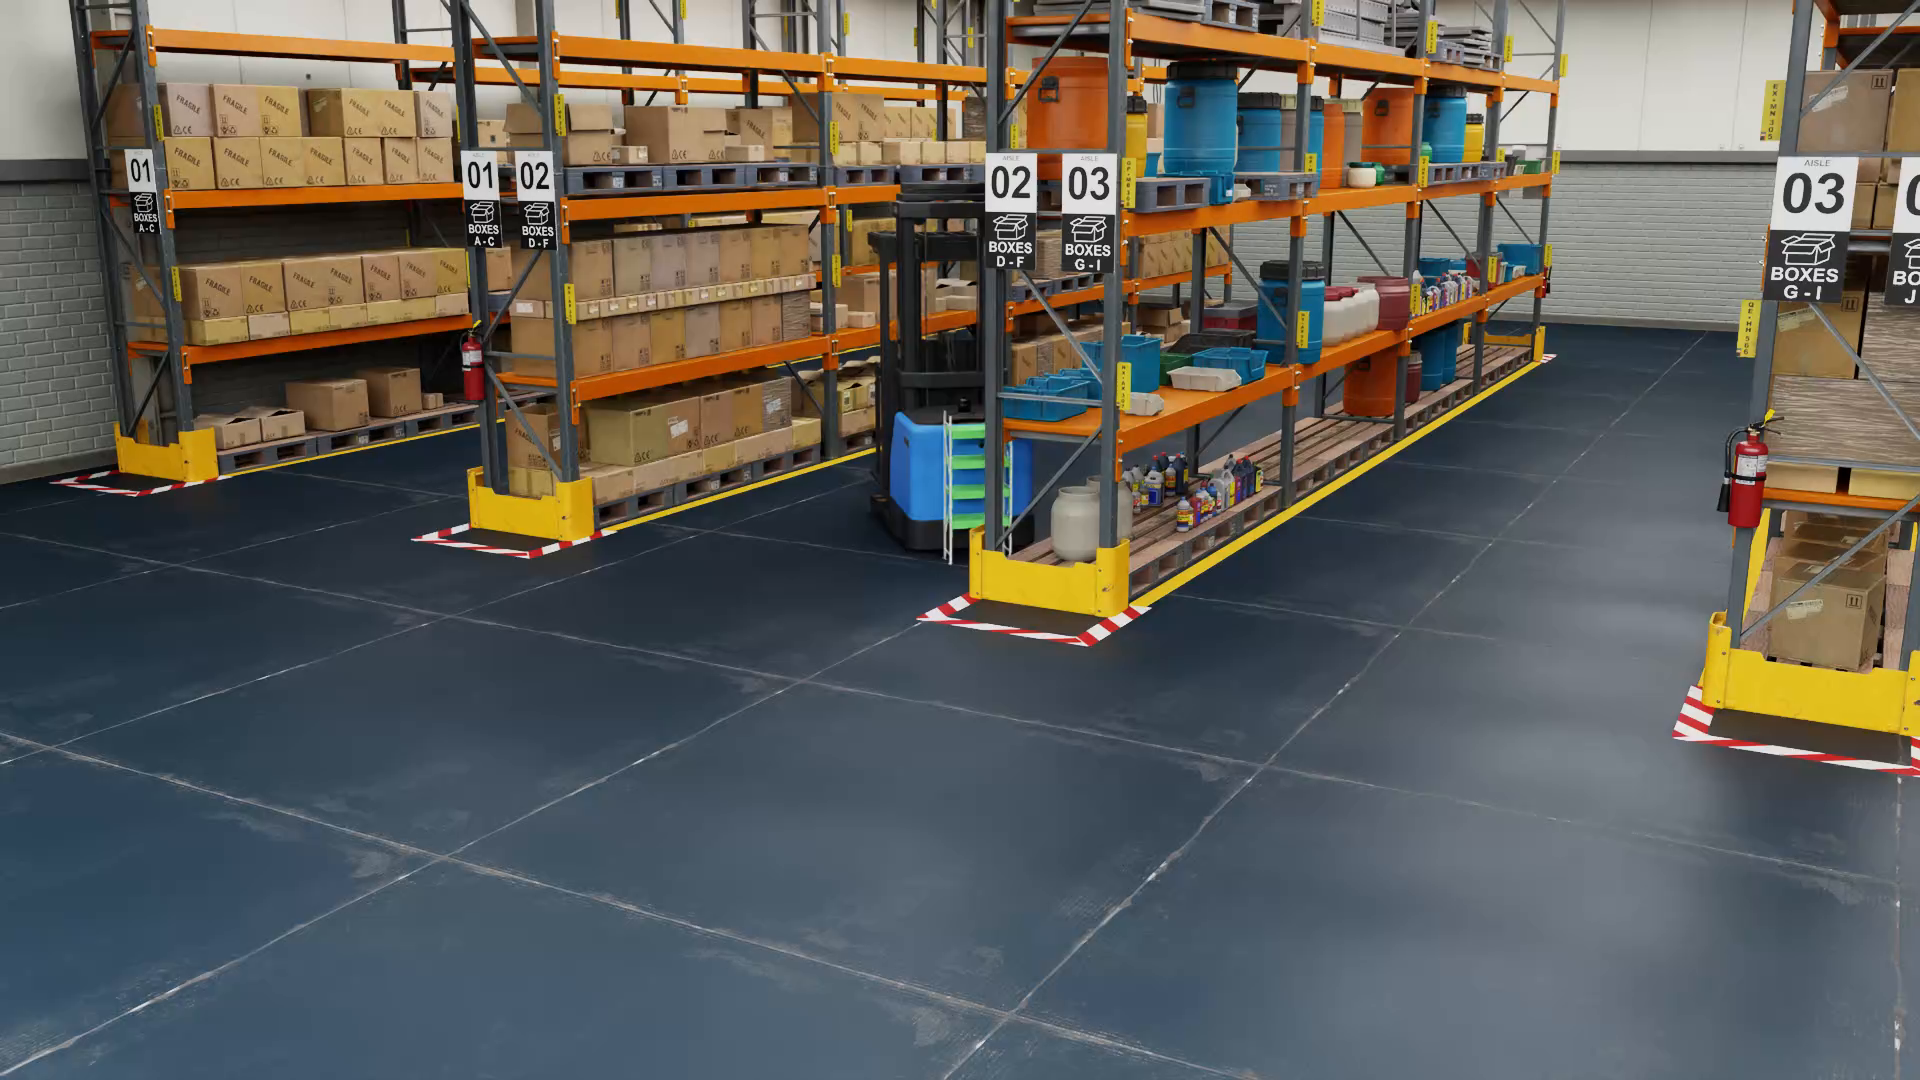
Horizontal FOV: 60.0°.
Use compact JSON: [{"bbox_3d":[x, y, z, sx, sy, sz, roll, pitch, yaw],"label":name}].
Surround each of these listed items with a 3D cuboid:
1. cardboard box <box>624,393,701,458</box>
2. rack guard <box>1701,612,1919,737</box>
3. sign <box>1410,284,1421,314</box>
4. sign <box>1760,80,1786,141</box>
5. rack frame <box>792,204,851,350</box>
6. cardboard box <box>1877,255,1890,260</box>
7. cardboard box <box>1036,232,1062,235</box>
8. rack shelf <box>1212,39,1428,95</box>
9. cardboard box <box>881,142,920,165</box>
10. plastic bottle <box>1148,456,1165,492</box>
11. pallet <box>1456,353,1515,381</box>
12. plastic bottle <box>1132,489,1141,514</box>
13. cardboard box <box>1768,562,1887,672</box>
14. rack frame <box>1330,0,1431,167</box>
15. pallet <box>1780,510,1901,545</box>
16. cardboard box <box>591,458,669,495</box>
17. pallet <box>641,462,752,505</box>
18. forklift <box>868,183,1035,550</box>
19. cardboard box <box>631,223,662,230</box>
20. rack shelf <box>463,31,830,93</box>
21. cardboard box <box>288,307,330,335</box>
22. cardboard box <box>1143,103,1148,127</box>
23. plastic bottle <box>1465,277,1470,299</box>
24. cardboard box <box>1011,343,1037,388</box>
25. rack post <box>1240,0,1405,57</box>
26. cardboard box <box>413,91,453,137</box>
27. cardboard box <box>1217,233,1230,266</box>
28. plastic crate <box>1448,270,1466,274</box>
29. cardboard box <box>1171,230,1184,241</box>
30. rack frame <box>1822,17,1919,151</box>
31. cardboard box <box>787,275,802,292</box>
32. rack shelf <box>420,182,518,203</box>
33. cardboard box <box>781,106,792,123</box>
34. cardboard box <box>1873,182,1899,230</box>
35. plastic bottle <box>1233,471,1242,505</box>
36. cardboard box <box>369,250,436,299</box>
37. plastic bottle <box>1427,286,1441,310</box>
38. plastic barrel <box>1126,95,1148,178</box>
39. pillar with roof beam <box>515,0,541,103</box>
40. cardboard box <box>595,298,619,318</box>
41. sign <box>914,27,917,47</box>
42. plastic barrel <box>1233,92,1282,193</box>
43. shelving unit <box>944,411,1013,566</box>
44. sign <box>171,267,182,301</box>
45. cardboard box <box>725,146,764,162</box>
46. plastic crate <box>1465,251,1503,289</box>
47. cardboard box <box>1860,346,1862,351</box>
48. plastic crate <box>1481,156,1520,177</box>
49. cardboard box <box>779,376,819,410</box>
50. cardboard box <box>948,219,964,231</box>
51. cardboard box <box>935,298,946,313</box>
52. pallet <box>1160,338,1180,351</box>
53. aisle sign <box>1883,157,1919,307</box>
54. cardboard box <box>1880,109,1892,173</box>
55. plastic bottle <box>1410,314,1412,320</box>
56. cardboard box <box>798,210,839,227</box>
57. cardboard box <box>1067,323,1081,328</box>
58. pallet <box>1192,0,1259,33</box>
[{"bbox_3d":[-2.764,-1.071,15.447,0.500,0.500,0.500,7,15,28],"label":"cardboard box"},{"bbox_3d":[5.018,0.775,9.751,1.175,0.500,0.348,7,15,28],"label":"rack guard"},{"bbox_3d":[4.998,-2.645,18.257,0.100,0.325,0.005,7,15,28],"label":"sign"},{"bbox_3d":[4.505,-2.380,9.216,0.100,0.325,0.005,7,15,28],"label":"sign"},{"bbox_3d":[-2.226,-4.570,26.589,1.000,3.000,0.127,7,15,28],"label":"rack frame"},{"bbox_3d":[6.938,-1.801,12.121,0.500,0.500,0.500,7,15,28],"label":"cardboard box"},{"bbox_3d":[1.410,-4.042,23.290,0.700,0.500,0.500,10,17,37],"label":"cardboard box"},{"bbox_3d":[3.546,-4.589,16.255,1.077,0.370,4.000,7,15,28],"label":"rack shelf"},{"bbox_3d":[-0.777,-4.343,18.671,0.500,0.250,0.500,6,15,23],"label":"cardboard box"},{"bbox_3d":[1.734,-0.575,14.731,0.144,0.351,0.185,7,15,26],"label":"plastic bottle"},{"bbox_3d":[7.357,-2.498,23.946,1.003,0.211,1.213,7,15,28],"label":"pallet"},{"bbox_3d":[1.481,-0.332,14.043,0.097,0.201,0.097,0,14,0],"label":"plastic bottle"},{"bbox_3d":[5.298,0.461,10.160,0.500,0.500,0.500,11,17,38],"label":"cardboard box"},{"bbox_3d":[4.513,-5.543,17.826,1.000,3.000,0.127,7,15,28],"label":"rack frame"},{"bbox_3d":[7.290,-0.049,13.787,1.003,0.211,1.213,7,15,28],"label":"pallet"},{"bbox_3d":[-2.996,-0.603,15.104,0.500,0.250,0.500,7,15,28],"label":"cardboard box"},{"bbox_3d":[-2.765,-0.603,16.083,1.003,0.211,1.213,7,15,28],"label":"pallet"},{"bbox_3d":[-0.195,-1.641,14.588,1.130,2.935,3.031,-3,14,-12],"label":"forklift"},{"bbox_3d":[-4.300,-4.253,22.738,0.380,0.149,0.250,5,15,21],"label":"cardboard box"},{"bbox_3d":[-2.722,-4.330,15.182,1.077,0.370,4.000,7,15,28],"label":"rack shelf"},{"bbox_3d":[-7.023,-2.321,17.537,0.500,0.250,0.500,7,15,27],"label":"cardboard box"},{"bbox_3d":[2.314,-6.106,24.215,0.700,0.500,0.500,7,15,28],"label":"cardboard box"},{"bbox_3d":[6.467,-3.221,21.241,0.061,0.283,0.133,7,15,28],"label":"plastic bottle"},{"bbox_3d":[0.649,-2.248,21.354,0.500,0.500,0.500,8,16,30],"label":"cardboard box"},{"bbox_3d":[3.456,-5.233,16.115,1.013,1.000,3.121,7,15,28],"label":"rack post"},{"bbox_3d":[-6.098,-4.798,18.744,0.500,0.500,0.500,6,15,23],"label":"cardboard box"},{"bbox_3d":[4.068,-4.756,27.147,0.500,0.500,0.500,8,16,30],"label":"cardboard box"},{"bbox_3d":[7.025,-3.740,23.580,0.293,0.136,0.466,7,15,28],"label":"plastic crate"},{"bbox_3d":[3.084,-4.820,25.280,0.500,0.500,0.500,7,15,26],"label":"cardboard box"},{"bbox_3d":[6.915,-4.161,12.094,1.000,3.000,0.127,7,15,28],"label":"rack frame"},{"bbox_3d":[-1.820,-2.601,16.827,0.380,0.149,0.250,7,15,27],"label":"cardboard box"},{"bbox_3d":[-5.127,-4.447,21.216,1.077,0.370,4.000,7,15,28],"label":"rack shelf"},{"bbox_3d":[-2.766,-6.489,25.399,0.500,0.250,0.500,9,16,32],"label":"cardboard box"},{"bbox_3d":[5.440,-1.879,9.348,0.500,0.250,0.500,8,16,30],"label":"cardboard box"},{"bbox_3d":[2.385,-0.457,14.387,0.061,0.283,0.133,9,16,32],"label":"plastic bottle"},{"bbox_3d":[-6.287,-2.995,18.733,0.500,0.500,0.500,7,15,28],"label":"cardboard box"},{"bbox_3d":[5.675,-2.903,19.940,0.152,0.276,0.135,7,15,28],"label":"plastic bottle"},{"bbox_3d":[1.085,-2.988,12.328,0.600,0.588,0.600,0,14,0],"label":"plastic barrel"},{"bbox_3d":[-1.777,-6.009,19.759,9.100,9.000,0.400,7,15,28],"label":"pillar with roof beam"},{"bbox_3d":[-3.185,-2.022,14.423,0.380,0.149,0.250,7,15,27],"label":"cardboard box"},{"bbox_3d":[-0.775,-8.902,29.428,0.100,0.325,0.005,7,15,28],"label":"sign"},{"bbox_3d":[2.635,-3.637,15.249,0.600,0.901,0.708,7,15,28],"label":"plastic barrel"},{"bbox_3d":[0.142,-0.419,13.212,0.503,1.200,0.258,-3,14,-12],"label":"shelving unit"},{"bbox_3d":[-7.552,-2.467,16.020,0.100,0.325,0.005,7,15,28],"label":"sign"},{"bbox_3d":[-2.099,-3.698,15.913,0.380,0.149,0.250,7,15,28],"label":"cardboard box"},{"bbox_3d":[7.098,-3.662,22.560,0.402,0.464,0.583,7,15,28],"label":"plastic crate"},{"bbox_3d":[5.939,-1.042,11.109,0.875,0.500,0.500,7,15,28],"label":"cardboard box"},{"bbox_3d":[7.287,-5.066,22.525,0.497,0.269,0.590,7,15,28],"label":"plastic crate"},{"bbox_3d":[-1.810,-1.624,18.143,0.500,0.311,0.500,7,15,28],"label":"cardboard box"},{"bbox_3d":[-0.530,-5.431,29.519,0.980,0.700,0.700,8,16,31],"label":"cardboard box"},{"bbox_3d":[-0.389,-2.799,19.778,0.380,0.149,0.250,9,16,32],"label":"cardboard box"},{"bbox_3d":[3.034,-3.046,26.217,1.003,0.211,1.213,7,15,28],"label":"pallet"},{"bbox_3d":[5.214,-1.641,8.895,0.394,0.787,0.004,7,15,28],"label":"aisle sign"},{"bbox_3d":[7.229,-3.043,12.738,0.797,0.503,0.637,7,15,25],"label":"cardboard box"},{"bbox_3d":[5.085,-2.637,18.846,0.097,0.271,0.097,0,14,0],"label":"plastic bottle"},{"bbox_3d":[-2.228,-5.013,25.934,0.500,0.250,0.500,8,16,29],"label":"cardboard box"},{"bbox_3d":[1.417,-2.826,23.749,0.500,0.500,0.500,8,16,29],"label":"cardboard box"},{"bbox_3d":[1.616,-4.013,12.734,1.003,0.211,1.213,7,15,28],"label":"pallet"}]
